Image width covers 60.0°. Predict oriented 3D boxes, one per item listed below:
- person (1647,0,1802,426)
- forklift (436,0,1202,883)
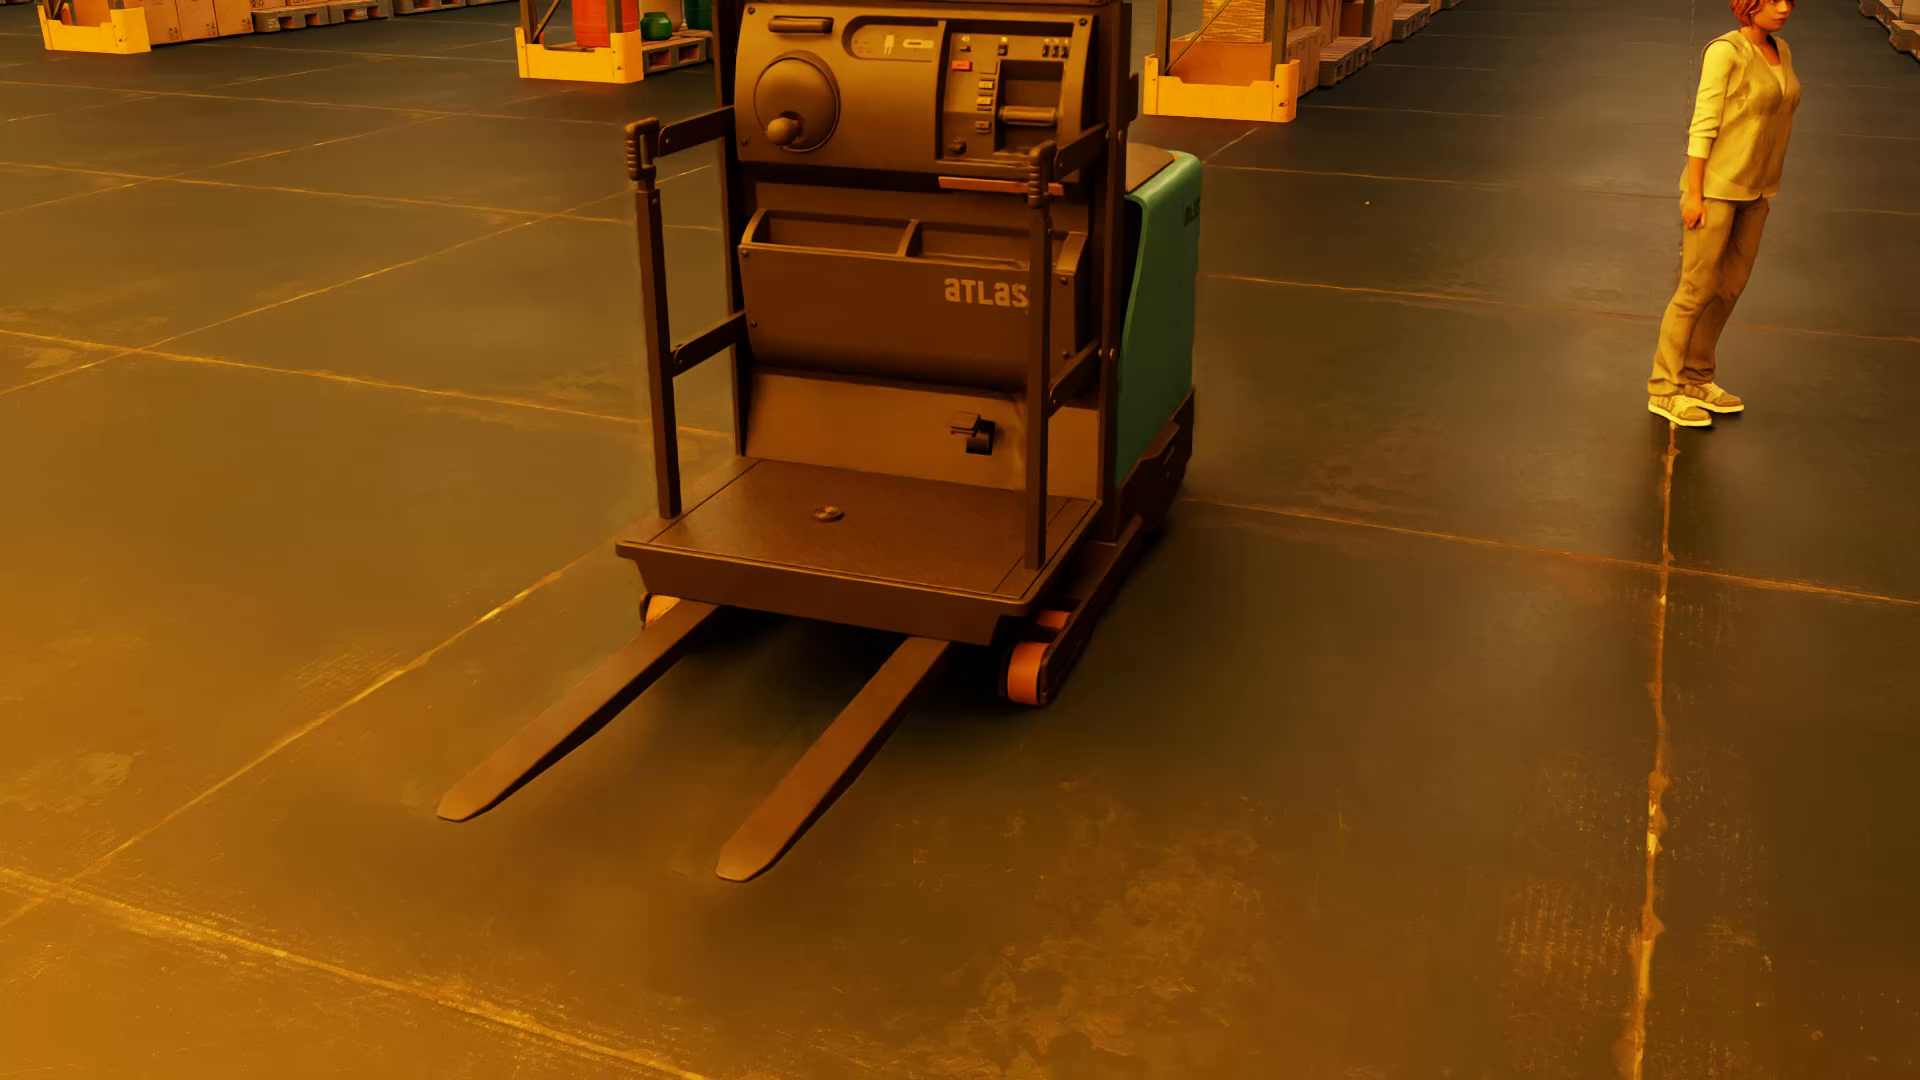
[{"bbox_3d":[2.751,-1.220,5.939,0.444,1.602,0.329,-15,27,-31],"label":"person"},{"bbox_3d":[-0.198,-1.118,3.967,1.130,2.935,3.031,8,24,18],"label":"forklift"}]
